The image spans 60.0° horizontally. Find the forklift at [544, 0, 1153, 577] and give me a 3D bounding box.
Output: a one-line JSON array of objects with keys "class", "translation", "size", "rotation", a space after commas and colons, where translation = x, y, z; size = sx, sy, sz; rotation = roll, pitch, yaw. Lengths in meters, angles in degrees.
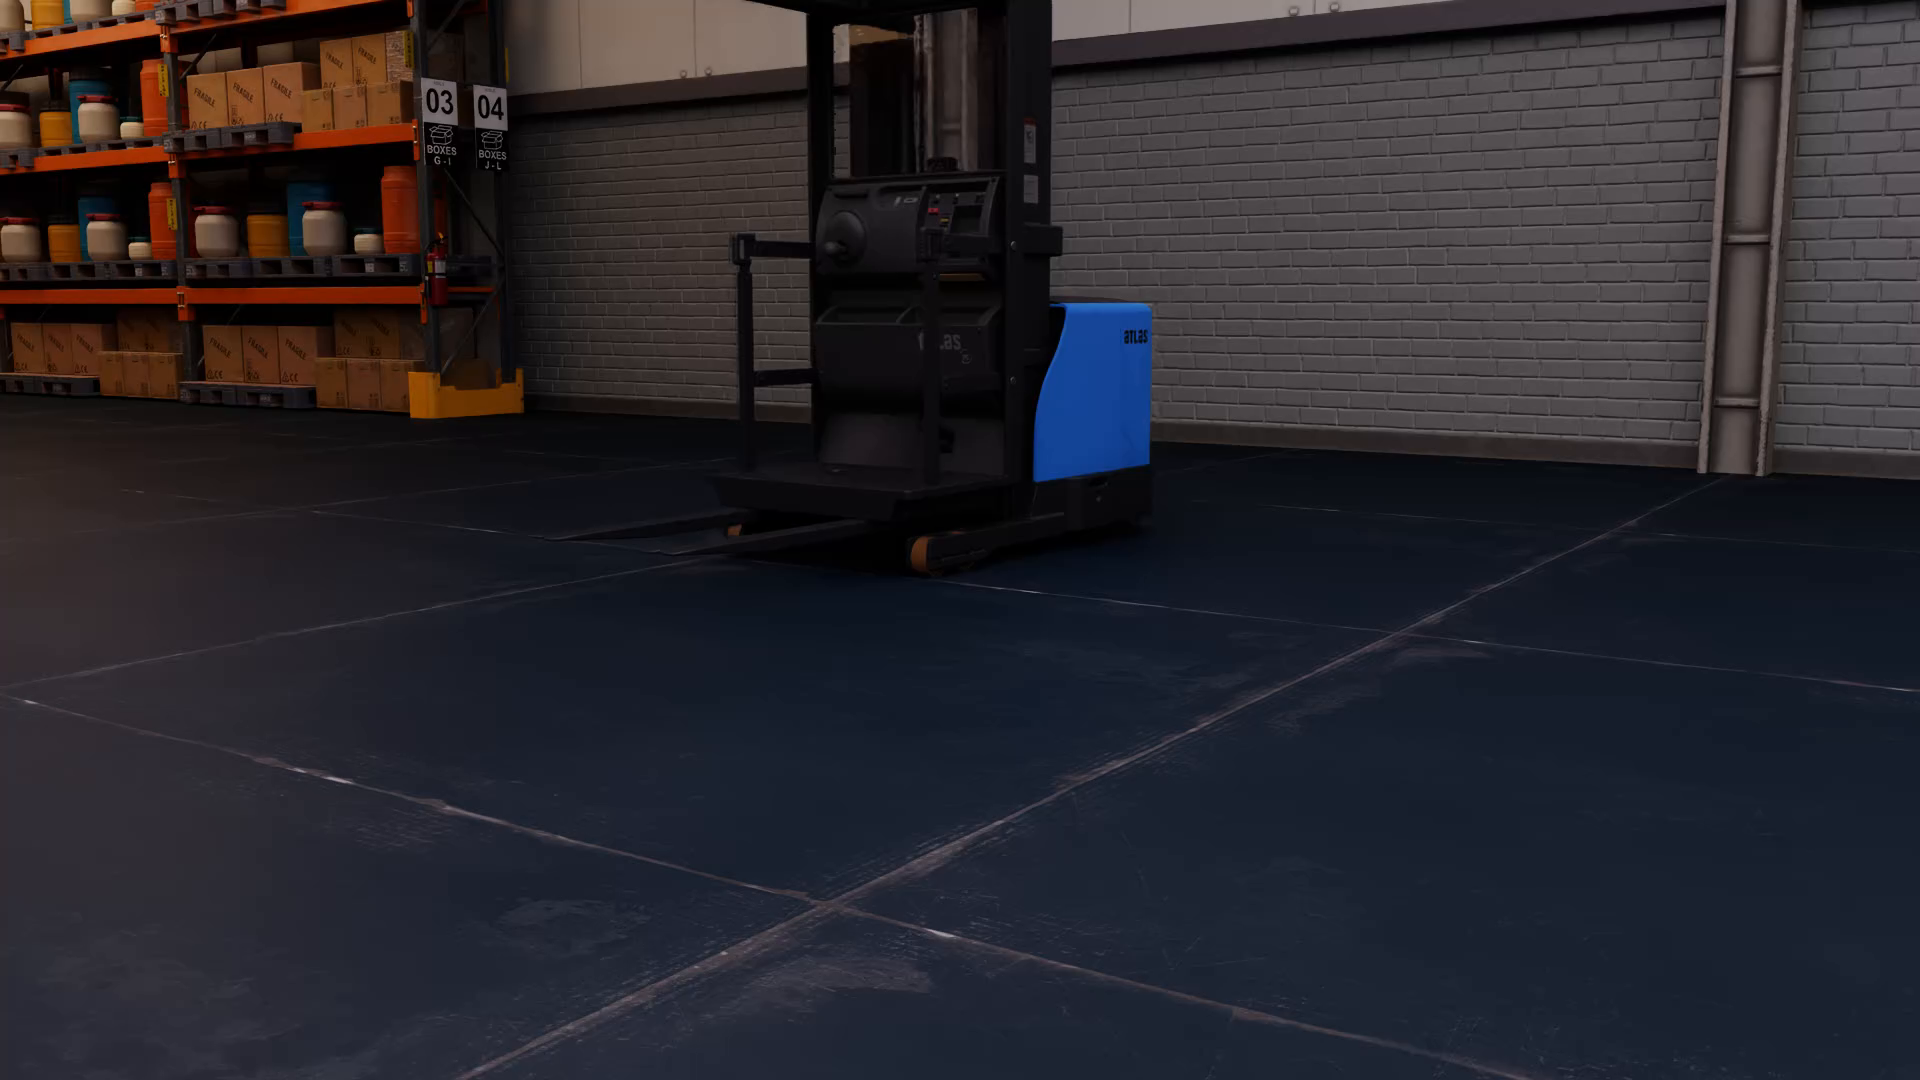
[{"class": "forklift", "translation": [-0.356, -1.381, 6.905], "size": [1.130, 2.935, 3.031], "rotation": [6, 10, 36]}]
